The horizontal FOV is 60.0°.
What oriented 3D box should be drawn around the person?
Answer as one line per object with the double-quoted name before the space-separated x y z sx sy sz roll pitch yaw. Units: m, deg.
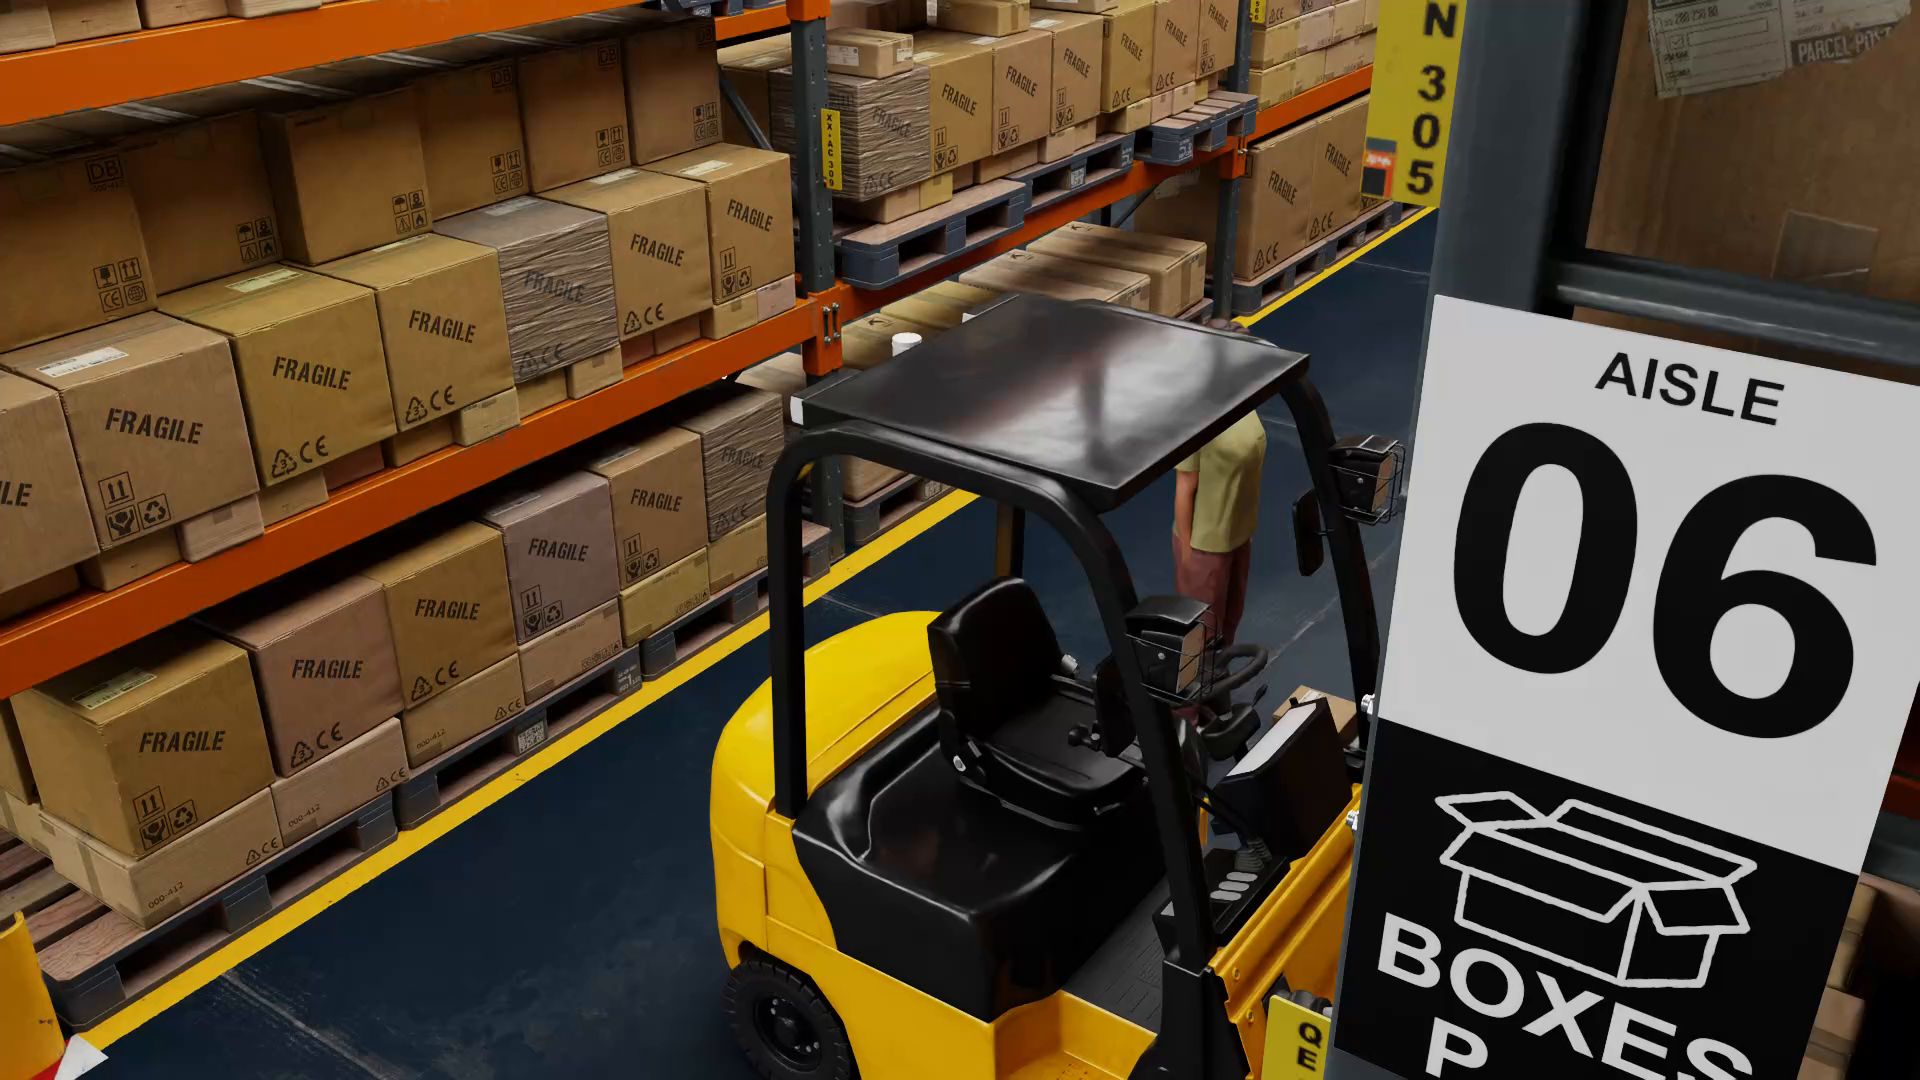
"person" 0.934 -0.013 6.159 0.362 1.672 0.440 18 32 32
